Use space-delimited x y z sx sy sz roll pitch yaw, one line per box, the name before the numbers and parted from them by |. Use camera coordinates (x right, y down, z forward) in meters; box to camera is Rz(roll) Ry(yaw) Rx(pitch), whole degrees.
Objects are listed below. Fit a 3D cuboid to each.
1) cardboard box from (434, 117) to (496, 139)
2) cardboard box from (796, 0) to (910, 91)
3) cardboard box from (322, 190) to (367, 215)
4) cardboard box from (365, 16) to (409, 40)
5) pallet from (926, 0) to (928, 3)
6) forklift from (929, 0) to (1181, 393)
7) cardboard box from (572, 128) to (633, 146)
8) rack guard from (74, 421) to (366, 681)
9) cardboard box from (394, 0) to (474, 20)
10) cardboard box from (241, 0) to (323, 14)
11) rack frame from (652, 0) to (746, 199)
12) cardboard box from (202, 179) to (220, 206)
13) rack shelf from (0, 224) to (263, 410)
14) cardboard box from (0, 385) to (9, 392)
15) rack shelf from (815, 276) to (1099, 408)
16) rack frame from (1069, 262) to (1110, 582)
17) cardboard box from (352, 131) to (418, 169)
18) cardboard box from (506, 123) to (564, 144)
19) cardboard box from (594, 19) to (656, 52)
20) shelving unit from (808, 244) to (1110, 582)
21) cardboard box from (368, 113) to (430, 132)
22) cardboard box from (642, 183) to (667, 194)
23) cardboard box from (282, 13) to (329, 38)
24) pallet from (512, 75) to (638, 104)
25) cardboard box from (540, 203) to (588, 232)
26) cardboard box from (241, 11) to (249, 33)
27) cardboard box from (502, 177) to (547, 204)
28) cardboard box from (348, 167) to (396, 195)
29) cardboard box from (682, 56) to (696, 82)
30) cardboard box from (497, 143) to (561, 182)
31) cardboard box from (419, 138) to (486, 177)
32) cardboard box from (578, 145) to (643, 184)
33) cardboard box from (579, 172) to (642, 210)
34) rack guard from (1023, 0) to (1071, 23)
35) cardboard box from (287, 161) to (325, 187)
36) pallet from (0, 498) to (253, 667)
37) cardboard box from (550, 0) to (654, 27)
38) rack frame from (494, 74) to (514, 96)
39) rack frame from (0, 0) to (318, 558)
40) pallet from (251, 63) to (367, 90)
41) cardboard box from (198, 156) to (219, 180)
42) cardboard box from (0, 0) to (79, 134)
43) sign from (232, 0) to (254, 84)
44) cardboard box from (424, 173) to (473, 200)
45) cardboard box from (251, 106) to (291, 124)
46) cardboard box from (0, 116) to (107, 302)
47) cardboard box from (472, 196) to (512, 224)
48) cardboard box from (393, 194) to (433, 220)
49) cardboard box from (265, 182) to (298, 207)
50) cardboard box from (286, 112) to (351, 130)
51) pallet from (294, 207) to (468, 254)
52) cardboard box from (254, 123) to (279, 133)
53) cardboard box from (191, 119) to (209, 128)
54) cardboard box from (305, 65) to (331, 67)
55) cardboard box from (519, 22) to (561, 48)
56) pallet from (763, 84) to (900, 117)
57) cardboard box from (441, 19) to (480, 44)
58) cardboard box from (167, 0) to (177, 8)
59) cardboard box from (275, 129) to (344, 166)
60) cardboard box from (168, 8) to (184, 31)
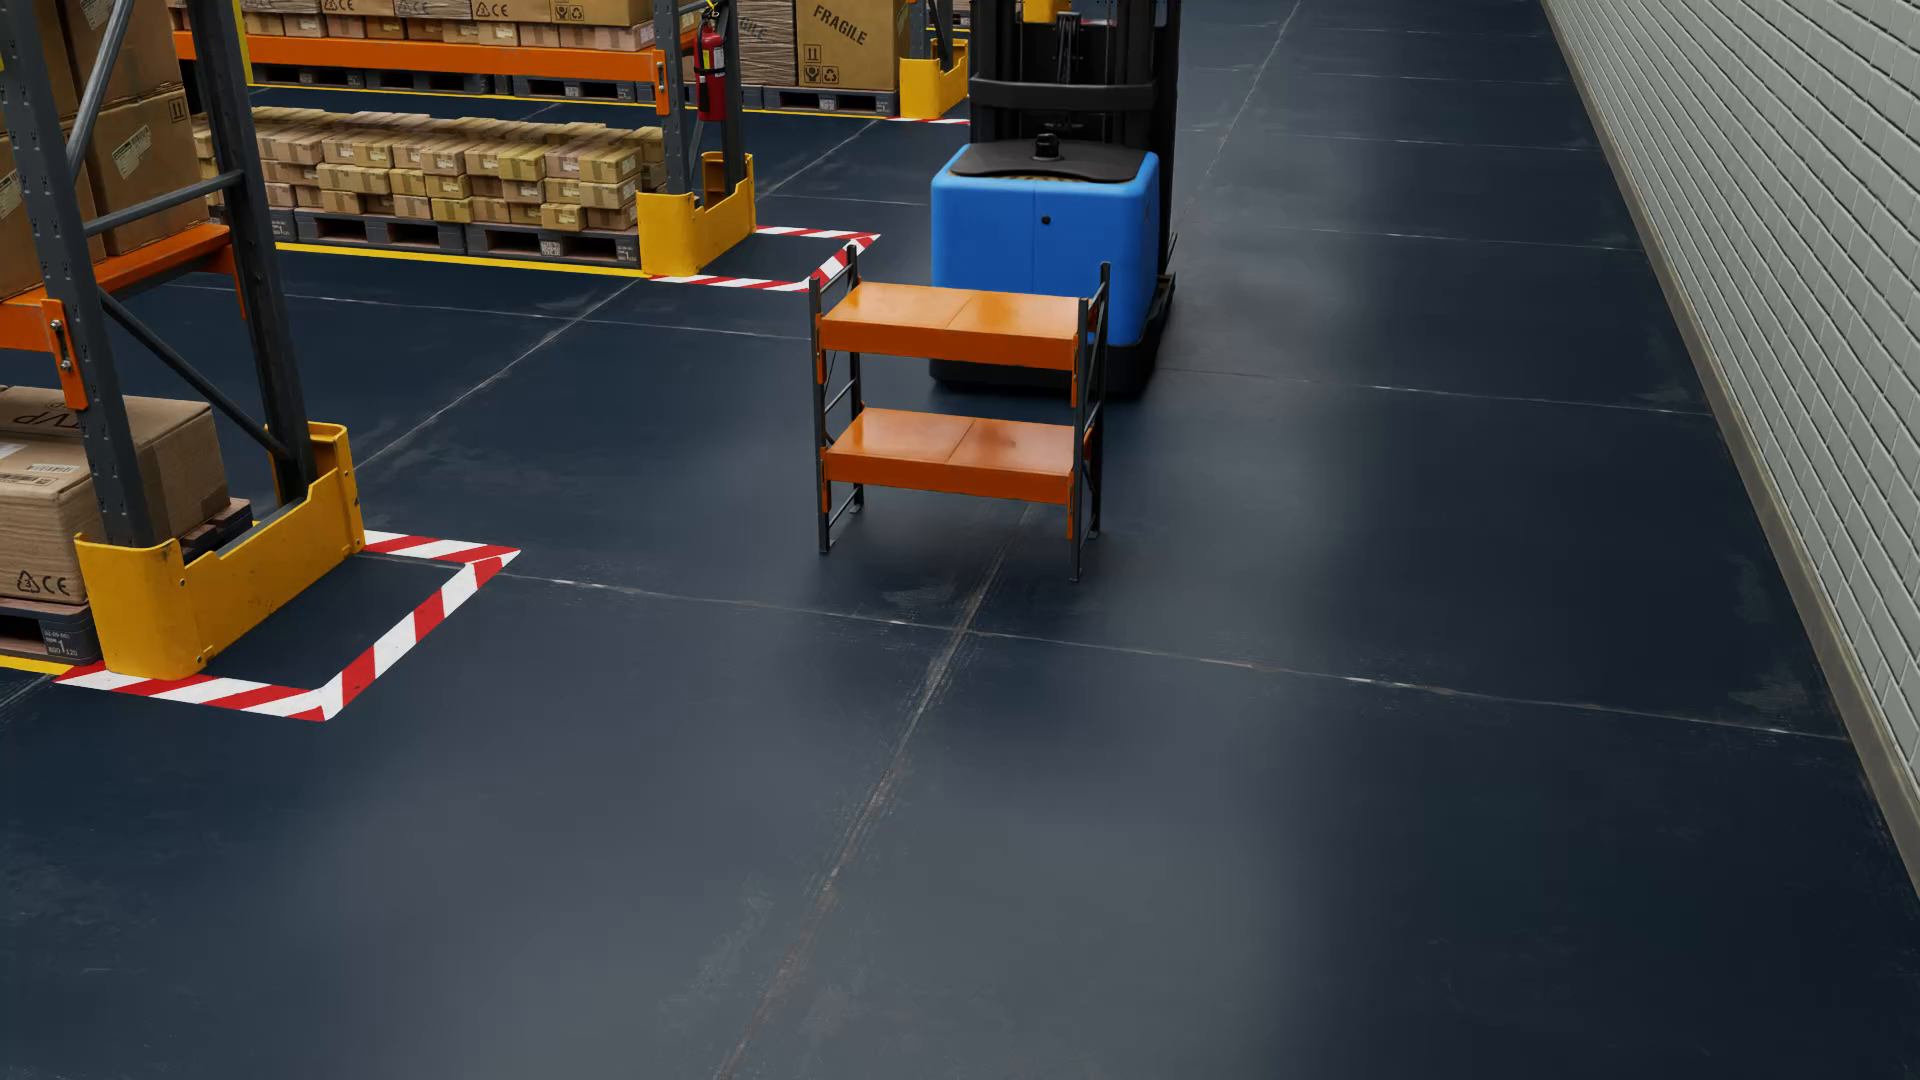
cardboard box | -3.282 -2.699 11.066 0.250 0.149 0.380 7 26 14
cardboard box | -0.886 -4.517 14.732 0.875 0.875 0.875 6 26 13
cardboard box | -3.914 -2.234 10.780 0.250 0.149 0.380 6 26 12
cardboard box | -3.453 -3.198 10.270 0.250 0.149 0.380 7 26 14
pallet | -0.980 -6.291 19.718 1.213 0.211 1.003 6 26 13
forklift | 0.642 -2.648 8.902 1.130 2.935 3.031 5 26 10
cardboard box | -2.300 -2.546 10.744 0.250 0.149 0.380 7 26 14
rack guard | -2.692 0.005 6.158 0.348 0.500 1.175 6 26 13
cardboard box | -3.070 -3.426 9.994 0.500 0.500 0.500 6 26 13
cardboard box | -4.077 -3.529 10.210 0.500 0.500 0.500 6 26 12
rack frame | -1.580 -3.198 9.978 0.127 3.000 1.000 6 26 13
cardboard box | -4.924 -2.327 10.977 0.250 0.149 0.380 7 26 15
rack shelf | -4.652 -1.016 6.231 4.000 0.370 1.077 6 26 13
cardboard box | -4.267 -0.283 6.346 0.875 0.438 0.875 7 26 14
rack shelf | 0.007 -0.771 6.381 1.000 0.278 0.538 6 26 13
rack frame | 0.499 -0.453 6.392 0.032 1.125 0.500 6 26 13
cardboard box | -3.665 -2.496 10.639 0.250 0.149 0.380 6 26 13
cardboard box | -2.773 -2.618 10.896 0.250 0.149 0.380 5 26 10
cardboard box | -1.966 -3.002 9.858 0.250 0.149 0.380 6 26 13
shelving unit | 0.007 -0.507 6.507 1.048 1.125 0.538 6 26 13
cardboard box | -3.763 -2.758 11.190 0.250 0.149 0.380 5 26 11
cardboard box | -2.008 -2.290 10.898 0.250 0.149 0.380 7 26 14
cardboard box | -3.973 -3.225 10.328 0.250 0.149 0.380 7 26 15
pallet | -3.404 -4.307 15.551 1.213 0.211 1.003 6 26 13
cardboard box | -2.416 -2.055 10.405 0.250 0.149 0.380 7 26 15
cardboard box | -4.459 -3.311 10.508 0.250 0.149 0.380 5 26 11
cardboard box | -2.666 -2.227 10.421 0.250 0.149 0.380 5 26 11
cardboard box | -3.688 -2.330 10.637 0.250 0.149 0.380 7 26 14
cardboard box | -2.630 -4.710 15.137 0.875 0.875 0.875 6 26 13
cardboard box | -2.667 -2.346 10.323 0.250 0.149 0.380 6 26 12
cardboard box | -3.176 -2.405 10.449 0.250 0.149 0.380 7 26 15
cardboard box | -2.156 -2.320 10.270 0.250 0.149 0.380 7 26 14
cardboard box | -2.162 -2.172 10.305 0.250 0.149 0.380 6 26 12
rack guard | 1.013 -6.188 19.166 0.348 0.500 1.175 6 26 13
cardboard box | -4.149 -2.421 10.827 0.250 0.149 0.380 8 26 15
pallet | -3.509 0.080 6.337 1.213 0.211 1.003 6 26 13
cardboard box | -2.079 -3.318 9.768 0.500 0.500 0.500 7 26 14
rack frame | -4.121 -5.680 15.191 0.127 3.000 1.000 6 26 13
rack frame | -2.715 -1.126 5.626 0.127 3.000 1.000 6 26 13
pallet | -6.072 -4.602 16.171 1.213 0.211 1.003 6 26 13
cardboard box | -4.915 -2.501 10.996 0.250 0.149 0.380 6 26 13
cardboard box | -3.241 -1.575 5.290 0.500 0.500 0.500 7 26 15
sign | -2.571 -1.783 5.907 0.005 0.325 0.100 6 26 13
cardboard box | -3.171 -2.277 10.526 0.250 0.149 0.380 7 26 14
cardboard box | -4.787 -2.857 11.396 0.250 0.149 0.380 7 26 14
cardboard box | -3.248 -1.113 5.482 0.500 0.500 0.500 6 26 13
cardboard box | -2.893 -2.140 10.584 0.250 0.149 0.380 7 26 14
cardboard box | -3.415 -2.179 10.666 0.250 0.149 0.380 7 26 14
cardboard box | -4.412 -2.316 10.953 0.250 0.149 0.380 6 26 12
cardboard box | -4.312 -2.773 11.220 0.250 0.149 0.380 7 26 15
pallet | -3.609 -2.180 11.084 1.213 0.211 1.003 6 26 13
cardboard box | -4.663 -2.613 10.885 0.250 0.149 0.380 6 26 12
cardboard box | -5.172 -2.674 11.013 0.250 0.149 0.380 7 26 15
cardboard box | -5.611 -5.066 15.885 0.875 0.875 1.225 5 26 11
cardboard box | -2.444 -3.065 9.990 0.250 0.149 0.380 6 26 12
pallet | -1.041 -4.046 15.003 1.213 0.211 1.003 6 26 13
cardboard box | -2.945 -3.123 10.112 0.250 0.149 0.380 5 26 11
cardboard box | -5.037 -3.648 10.460 0.500 0.500 0.500 6 26 12
cardboard box | -4.178 -2.534 10.718 0.250 0.149 0.380 7 26 14
cardboard box | -4.992 -3.349 10.588 0.250 0.149 0.380 7 26 15
